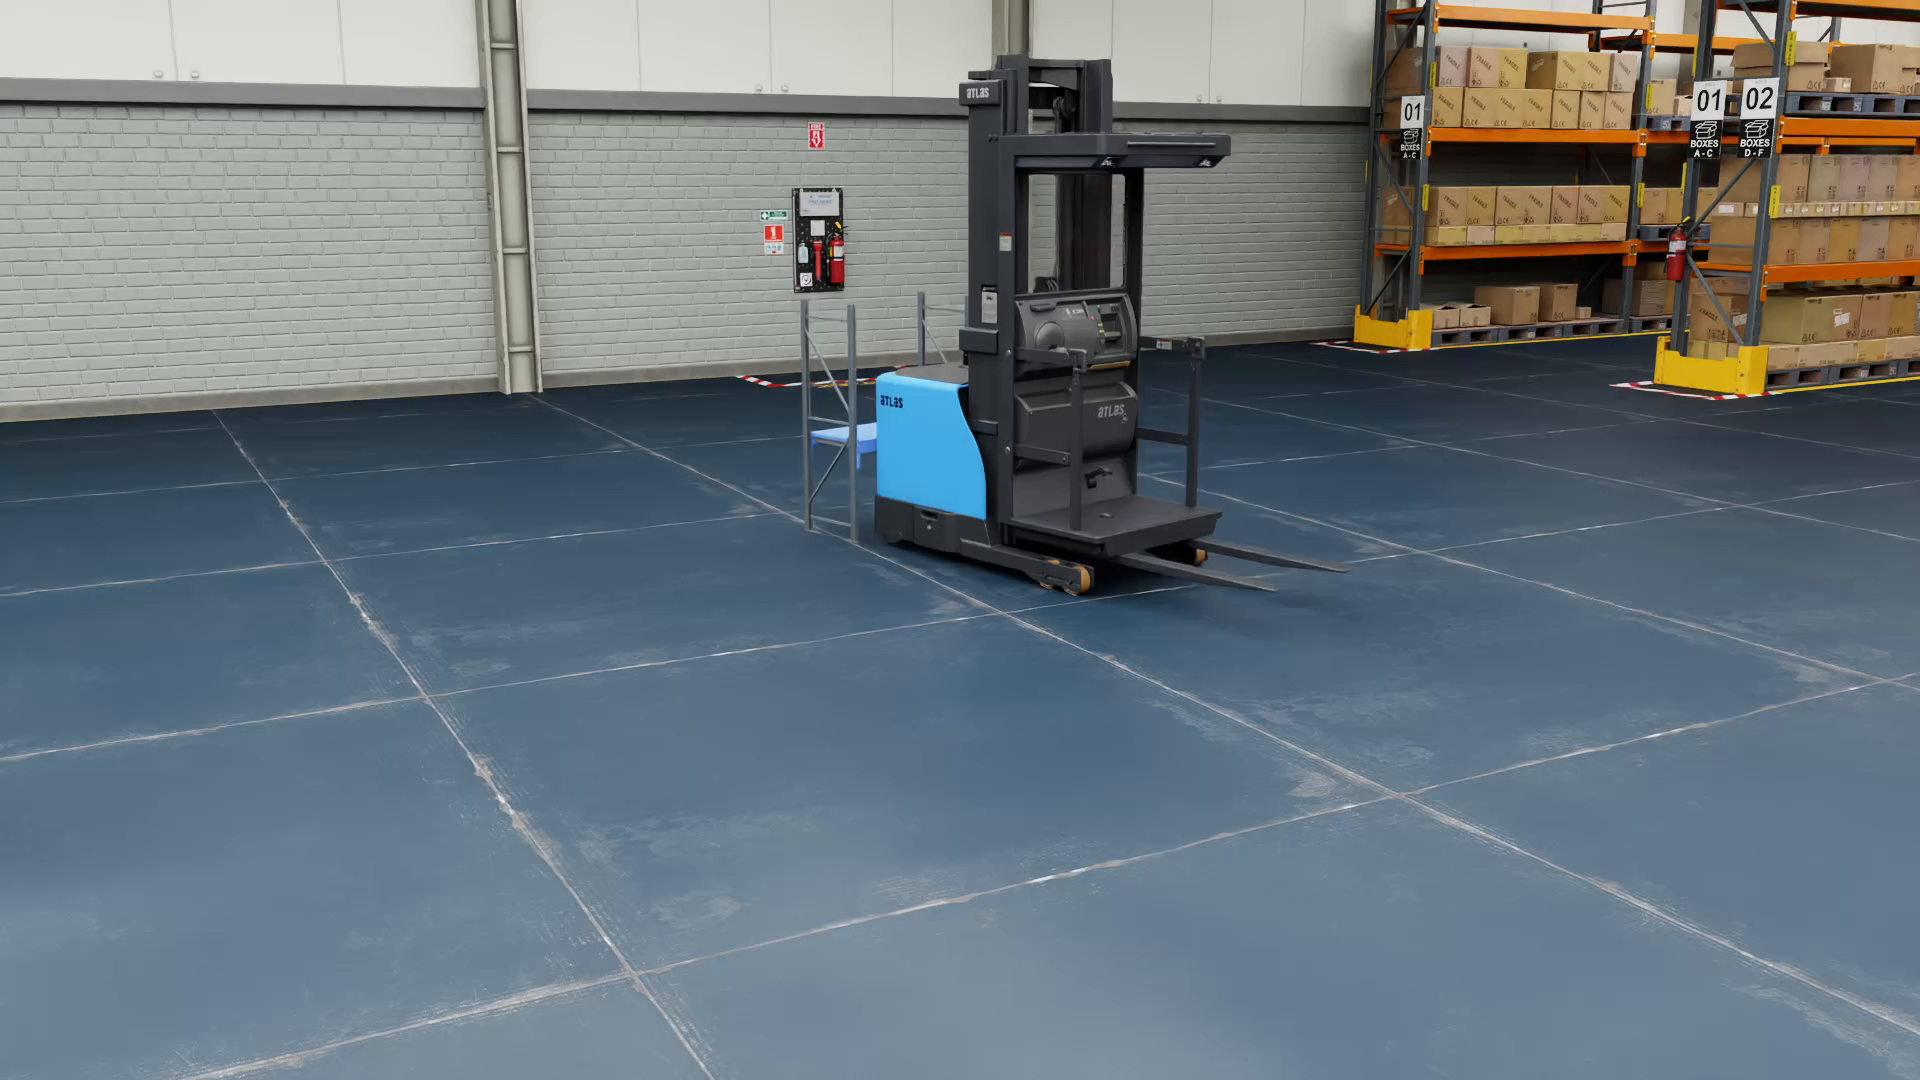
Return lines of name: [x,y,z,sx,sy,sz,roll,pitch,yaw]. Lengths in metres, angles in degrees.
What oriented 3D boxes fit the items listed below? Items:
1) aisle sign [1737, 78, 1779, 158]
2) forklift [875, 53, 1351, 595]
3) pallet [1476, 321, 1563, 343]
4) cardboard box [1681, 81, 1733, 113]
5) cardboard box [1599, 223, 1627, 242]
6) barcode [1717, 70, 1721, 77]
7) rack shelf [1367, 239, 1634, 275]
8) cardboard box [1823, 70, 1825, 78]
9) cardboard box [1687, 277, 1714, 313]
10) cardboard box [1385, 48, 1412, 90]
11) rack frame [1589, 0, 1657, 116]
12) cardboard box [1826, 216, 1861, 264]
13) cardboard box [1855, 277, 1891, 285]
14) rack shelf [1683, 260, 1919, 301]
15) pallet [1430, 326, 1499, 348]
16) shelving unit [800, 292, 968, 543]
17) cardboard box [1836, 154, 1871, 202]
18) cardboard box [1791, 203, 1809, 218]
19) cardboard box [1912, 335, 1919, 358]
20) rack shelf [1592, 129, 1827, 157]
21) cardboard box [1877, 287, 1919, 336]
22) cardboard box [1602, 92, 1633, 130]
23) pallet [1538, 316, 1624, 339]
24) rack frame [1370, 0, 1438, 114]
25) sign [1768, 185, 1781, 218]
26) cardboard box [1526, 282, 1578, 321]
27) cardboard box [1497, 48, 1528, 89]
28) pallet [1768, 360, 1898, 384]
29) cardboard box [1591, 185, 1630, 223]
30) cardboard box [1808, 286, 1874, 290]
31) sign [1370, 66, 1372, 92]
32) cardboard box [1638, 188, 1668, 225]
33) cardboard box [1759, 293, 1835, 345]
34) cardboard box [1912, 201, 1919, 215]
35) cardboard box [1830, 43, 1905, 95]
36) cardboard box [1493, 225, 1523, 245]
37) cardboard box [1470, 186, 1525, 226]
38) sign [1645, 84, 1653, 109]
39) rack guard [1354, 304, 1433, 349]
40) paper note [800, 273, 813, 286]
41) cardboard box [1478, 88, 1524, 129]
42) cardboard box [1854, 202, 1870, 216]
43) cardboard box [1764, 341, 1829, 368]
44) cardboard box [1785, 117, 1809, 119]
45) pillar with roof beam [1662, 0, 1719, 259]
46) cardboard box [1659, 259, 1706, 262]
aisle sign: [8.151,-4.307,16.994,0.004,0.787,0.394,-7,14,-28]
forklift: [0.825,-1.249,9.485,1.130,2.935,3.031,-11,17,-41]
pallet: [7.551,-2.913,23.071,1.213,0.211,1.003,-7,14,-28]
cardboard box: [10.797,-6.369,24.060,0.500,0.500,0.500,-7,15,-30]
cardboard box: [8.926,-4.308,23.216,0.500,0.250,0.500,-7,14,-28]
barcode: [8.096,-4.976,17.734,0.075,0.075,0.001,-7,14,-28]
rack shelf: [7.441,-3.918,22.827,4.000,0.370,1.077,-7,14,-28]
cardboard box: [8.946,-4.940,17.963,0.500,0.250,0.500,-7,14,-28]
cardboard box: [10.731,-3.665,24.756,0.500,0.500,0.700,-7,14,-27]
cardboard box: [5.938,-6.164,21.786,0.500,0.500,0.500,-6,14,-25]
rack frame: [9.196,-7.407,23.024,0.127,3.000,1.000,-7,14,-28]
cardboard box: [9.375,-3.307,18.246,0.500,0.500,0.700,-7,14,-27]
cardboard box: [14.187,-4.200,26.378,0.750,0.750,0.750,-7,14,-28]
rack shelf: [9.817,-2.964,18.587,4.000,0.370,1.077,-7,14,-28]
pallet: [6.482,-2.785,22.504,1.213,0.211,1.003,-7,14,-28]
shelving unit: [-0.463,-0.830,10.879,1.048,1.500,0.538,-12,17,-43]
cardboard box: [9.425,-3.948,18.138,0.500,0.500,0.700,-7,14,-28]
cardboard box: [8.740,-3.498,17.615,0.250,0.149,0.380,-7,15,-29]
cardboard box: [10.827,-2.247,19.069,0.500,0.250,0.500,-7,14,-28]
rack shelf: [10.952,-5.803,24.367,4.000,0.370,1.077,-7,14,-28]
cardboard box: [10.826,-2.614,18.988,0.500,0.500,0.500,-7,14,-28]
cardboard box: [8.869,-5.901,22.891,0.500,0.500,0.500,-6,14,-26]
pallet: [8.624,-3.042,23.645,1.213,0.211,1.003,-7,14,-28]
rack frame: [5.685,-6.986,21.154,0.127,3.000,1.000,-7,14,-28]
sign: [8.323,-3.458,16.991,0.005,0.325,0.100,-7,14,-28]
cardboard box: [8.304,-3.358,23.390,0.500,0.500,0.500,-8,15,-32]
cardboard box: [7.049,-6.162,21.773,0.500,0.500,0.500,-6,14,-26]
pallet: [9.783,-1.960,18.839,1.213,0.211,1.003,-7,14,-28]
cardboard box: [8.929,-4.673,23.129,0.500,0.500,0.500,-7,14,-28]
cardboard box: [10.138,-2.661,19.200,0.500,0.500,0.500,-7,14,-28]
sign: [5.437,-6.063,21.871,0.005,0.325,0.100,-7,14,-28]
cardboard box: [9.659,-4.790,23.832,0.500,0.500,0.700,-7,14,-28]
cardboard box: [9.077,-2.400,18.042,0.500,0.500,0.500,-7,14,-28]
cardboard box: [10.543,-3.714,18.576,0.250,0.149,0.380,-7,14,-28]
cardboard box: [9.651,-5.012,17.713,0.500,0.500,0.500,-7,14,-28]
cardboard box: [7.165,-4.096,22.272,0.500,0.250,0.500,-7,15,-29]
cardboard box: [7.143,-4.457,22.169,0.500,0.500,0.500,-7,15,-30]
sign: [9.463,-6.092,22.836,0.005,0.325,0.100,-7,14,-28]
rack guard: [5.752,-2.847,22.123,0.348,0.500,1.175,-7,14,-28]
paper note: [-1.757,-2.980,19.027,0.142,0.148,0.016,-7,14,-28]
cardboard box: [7.041,-5.673,21.879,0.500,0.500,0.500,-6,14,-25]
cardboard box: [9.639,-3.606,18.093,0.250,0.149,0.380,-7,14,-29]
cardboard box: [9.076,-2.035,18.126,0.500,0.250,0.500,-7,14,-28]
cardboard box: [12.204,-6.202,24.663,0.500,0.311,0.500,-7,14,-28]
pillar with roof beam: [13.214,-7.028,21.341,0.400,9.000,9.100,-7,14,-28]
cardboard box: [10.674,-4.024,24.640,0.500,0.250,0.500,-7,15,-29]
